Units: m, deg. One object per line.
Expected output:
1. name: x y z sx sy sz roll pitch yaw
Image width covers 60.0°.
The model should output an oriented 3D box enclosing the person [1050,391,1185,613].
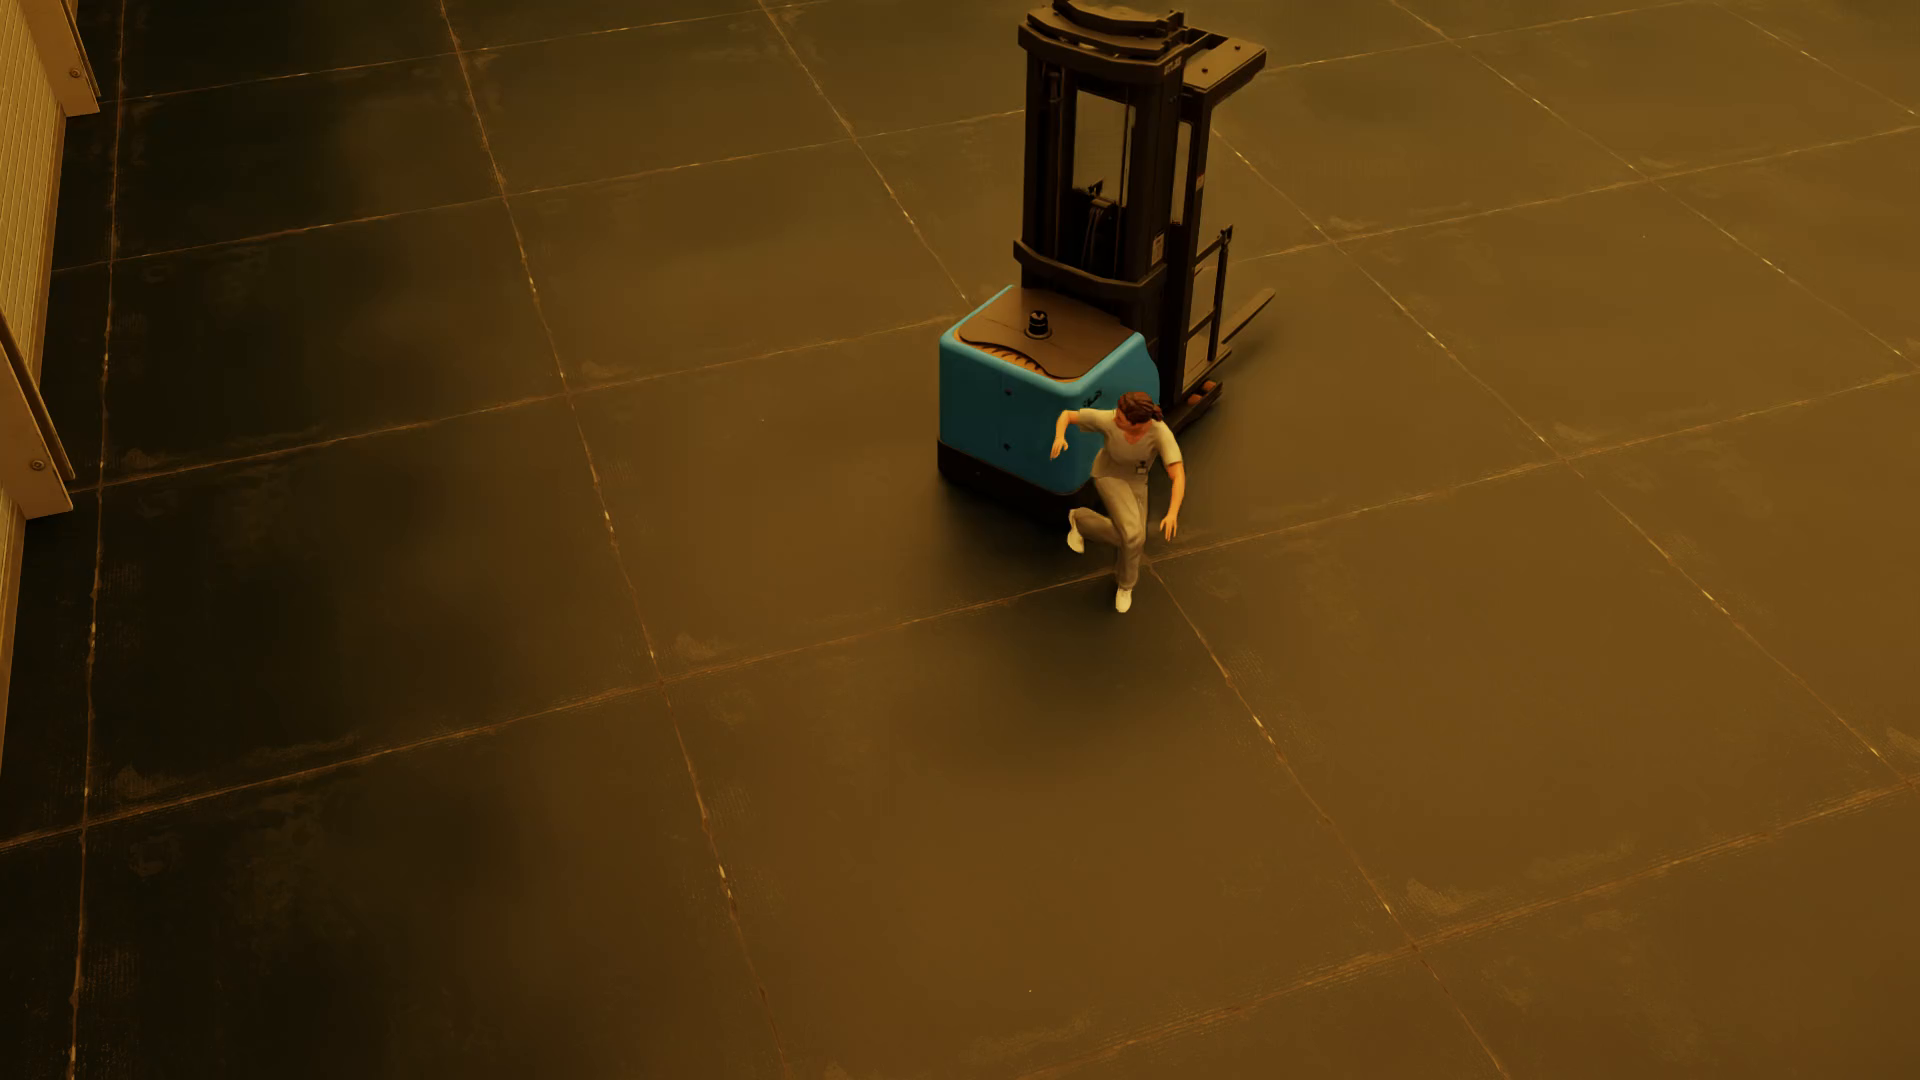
1. person: 0.857 -0.223 9.469 0.734 1.419 1.052 -7 41 -8

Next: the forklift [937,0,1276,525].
1. forklift: 1.134 -2.113 10.512 1.130 2.935 3.031 25 46 27
